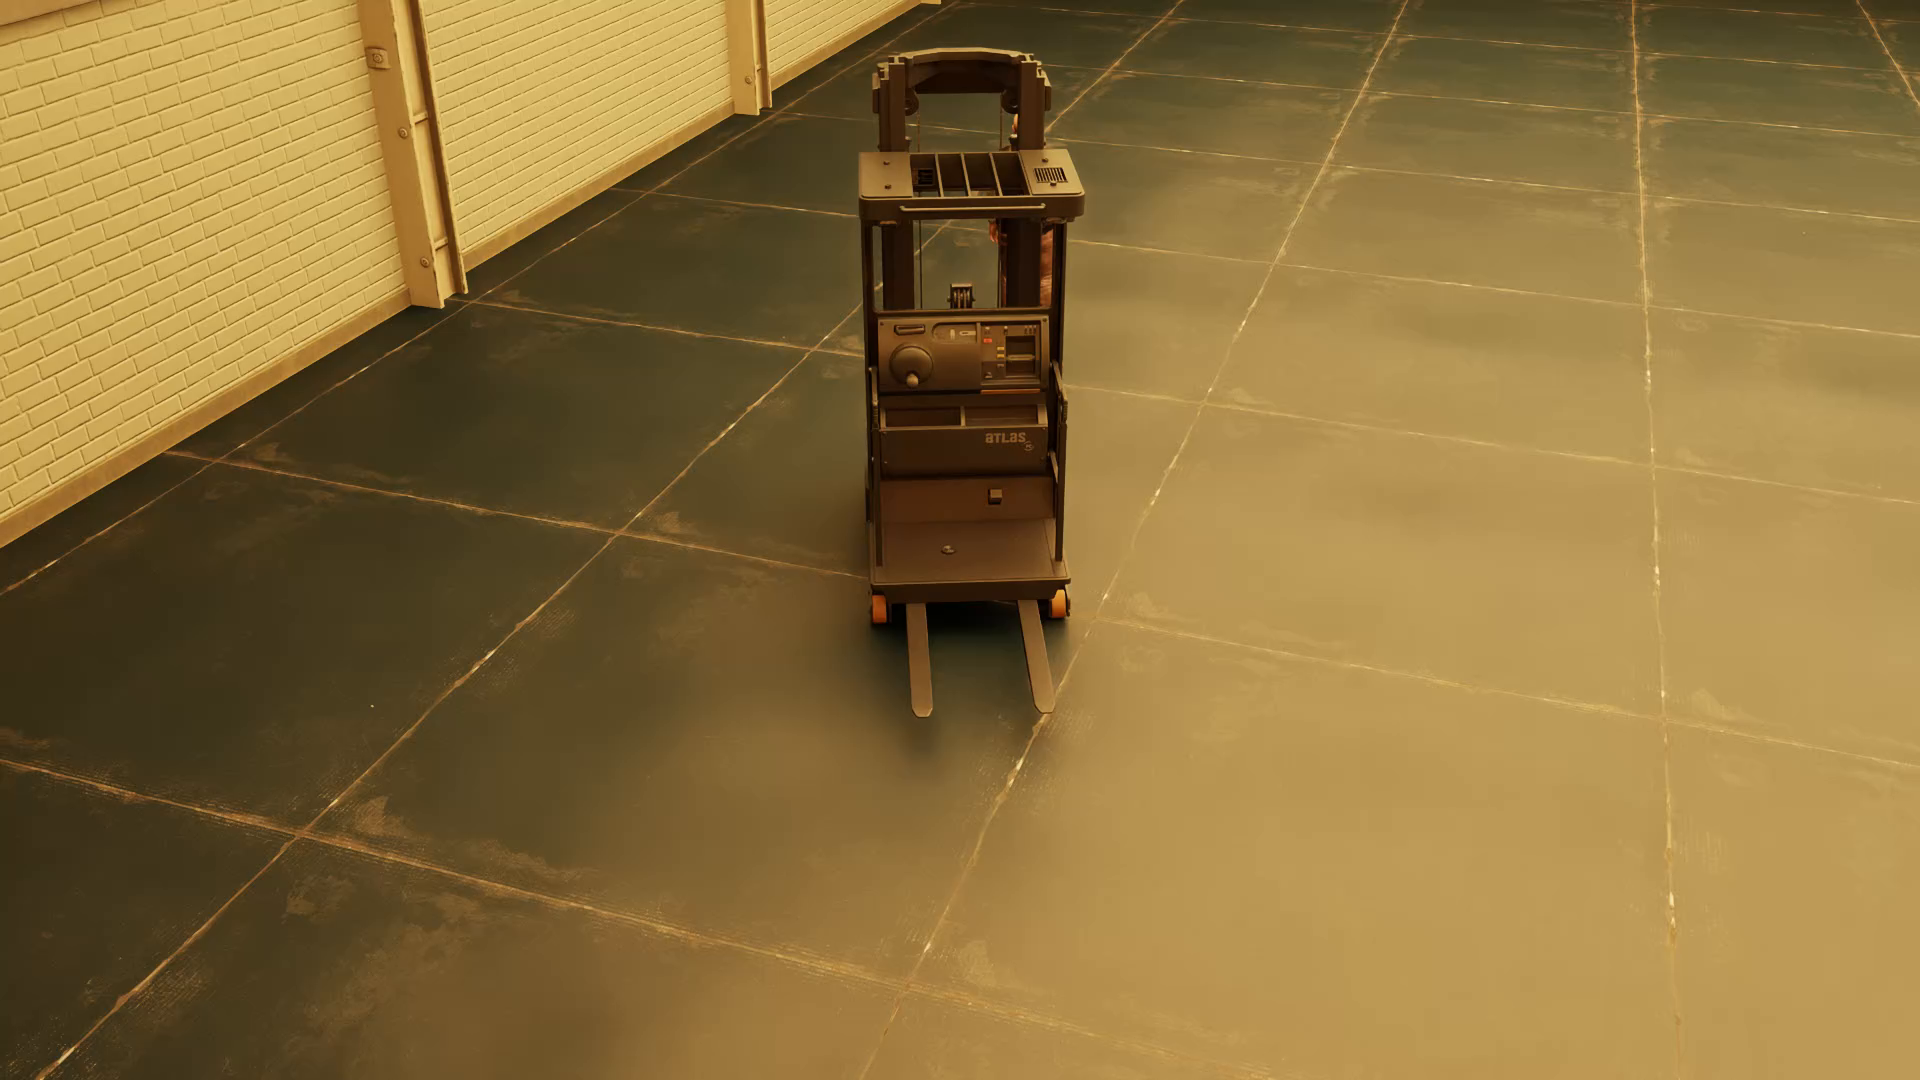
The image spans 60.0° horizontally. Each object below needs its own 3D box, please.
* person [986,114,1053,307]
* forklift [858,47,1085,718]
[{"bbox_3d":[0.490,-2.342,12.468,0.592,1.720,0.426,3,30,6],"label":"person"},{"bbox_3d":[0.035,-0.972,8.842,1.130,2.935,3.031,-2,30,-3],"label":"forklift"}]
